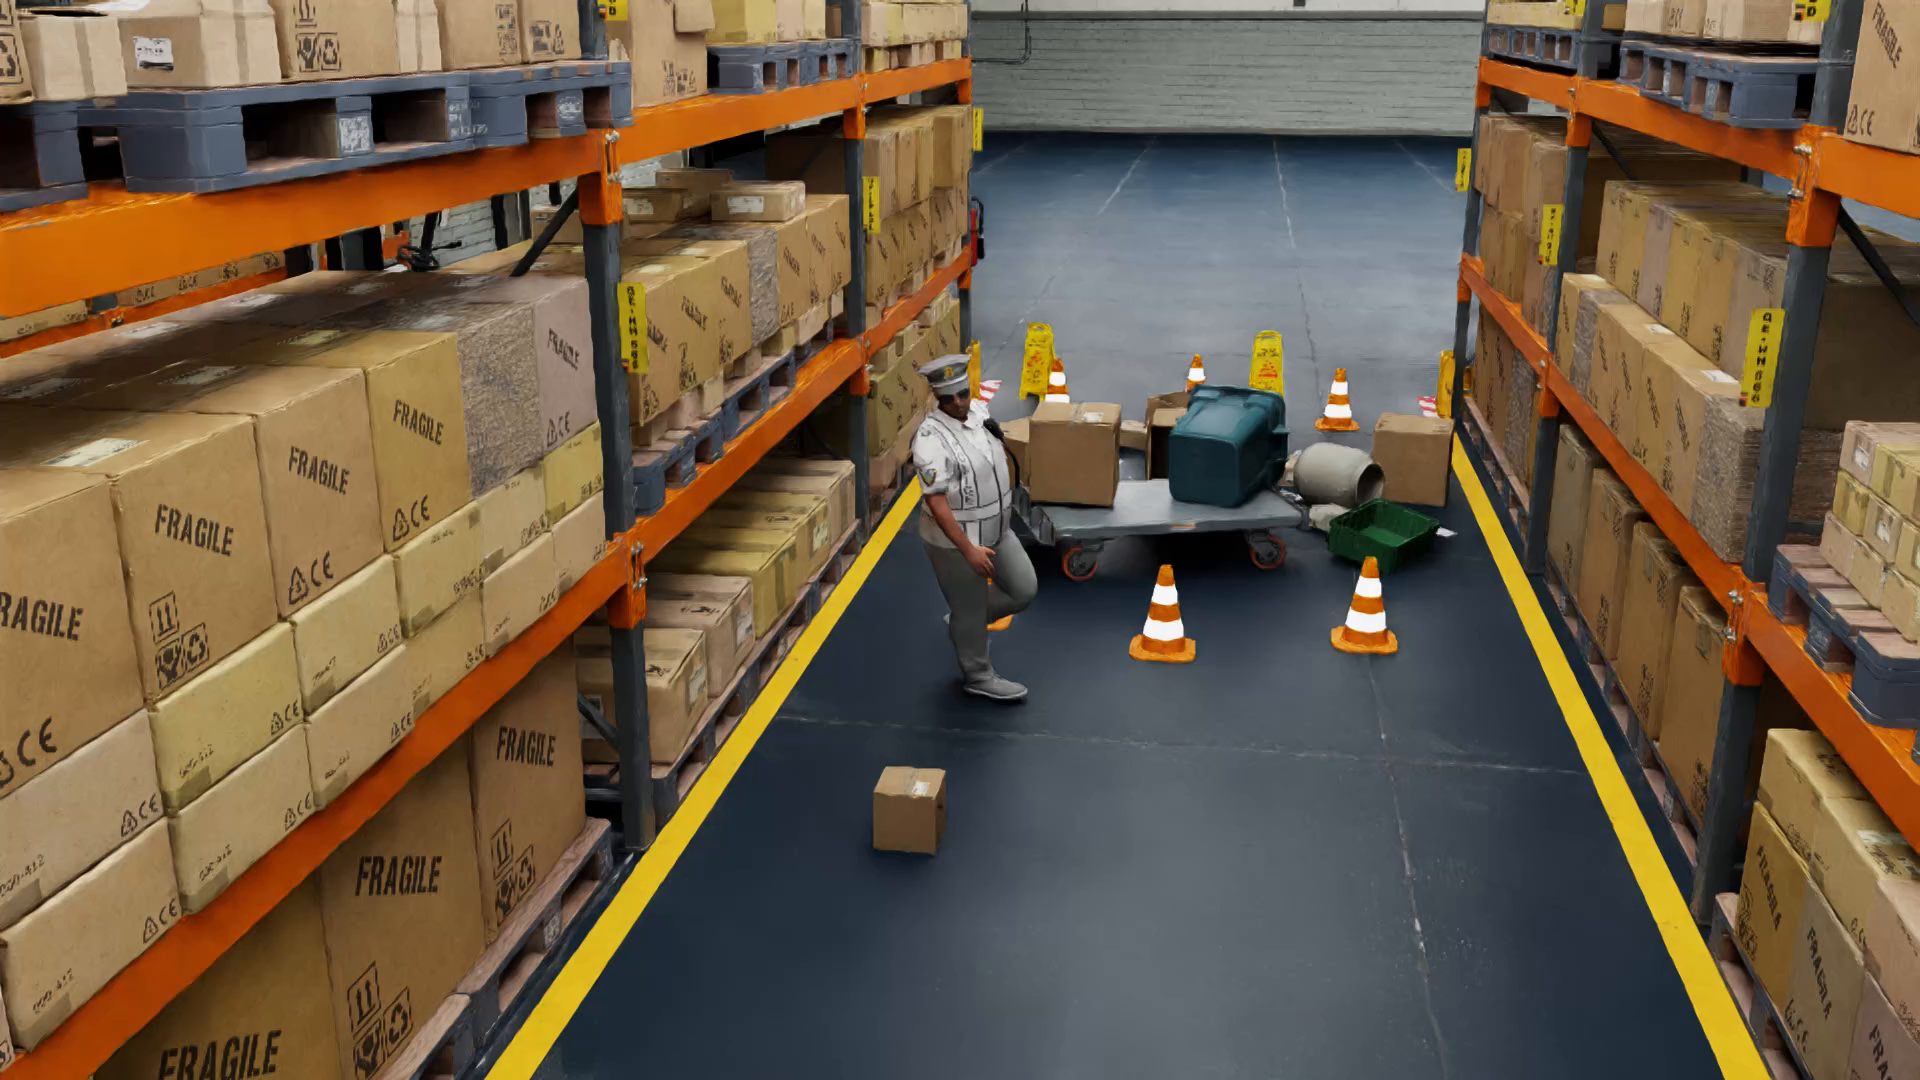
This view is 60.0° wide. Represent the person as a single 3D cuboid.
[{"bbox_3d":[0.024,-0.045,7.695,0.516,1.705,0.690,13,22,35],"label":"person"}]
